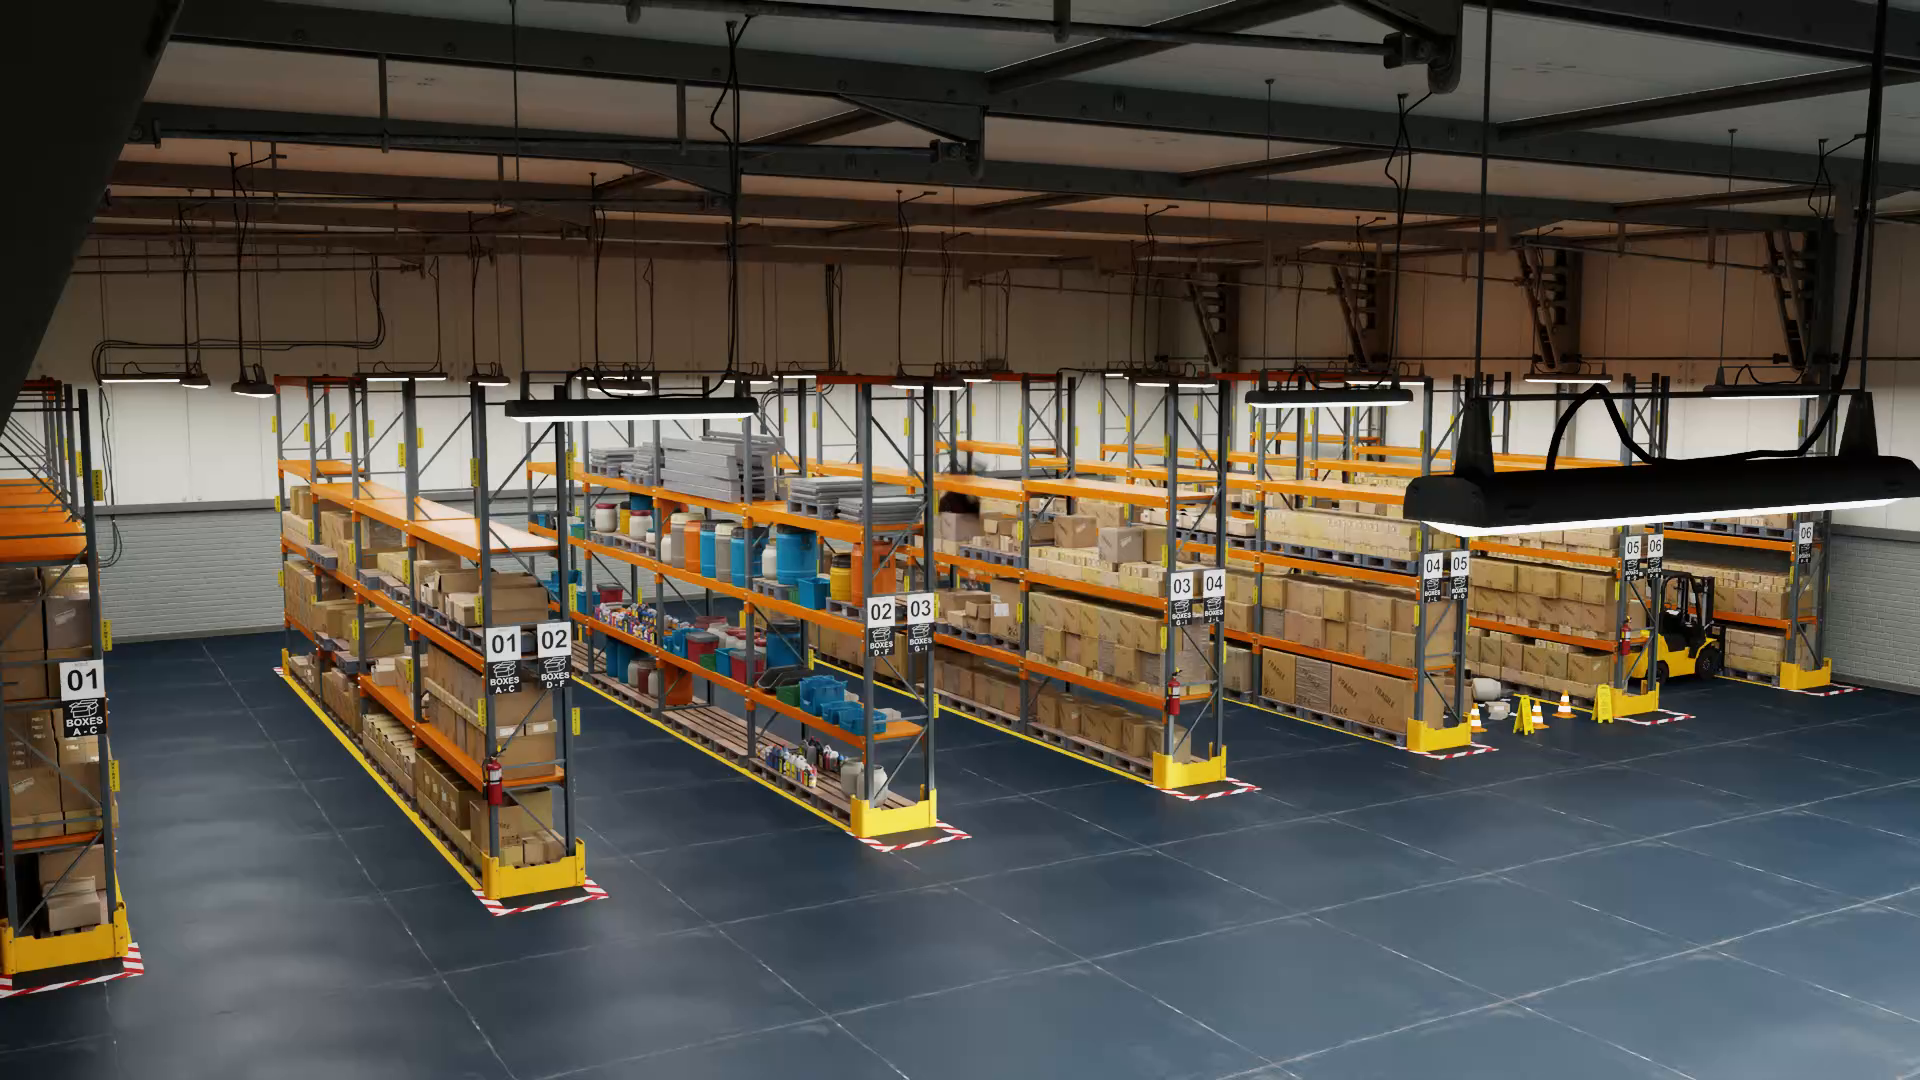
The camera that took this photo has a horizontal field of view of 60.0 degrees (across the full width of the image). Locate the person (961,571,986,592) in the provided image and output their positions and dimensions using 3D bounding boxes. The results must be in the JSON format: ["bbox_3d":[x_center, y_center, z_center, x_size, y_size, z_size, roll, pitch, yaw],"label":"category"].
[{"bbox_3d":[0.304,1.509,36.514,0.666,1.687,0.528,-3,7,-22],"label":"person"}]
